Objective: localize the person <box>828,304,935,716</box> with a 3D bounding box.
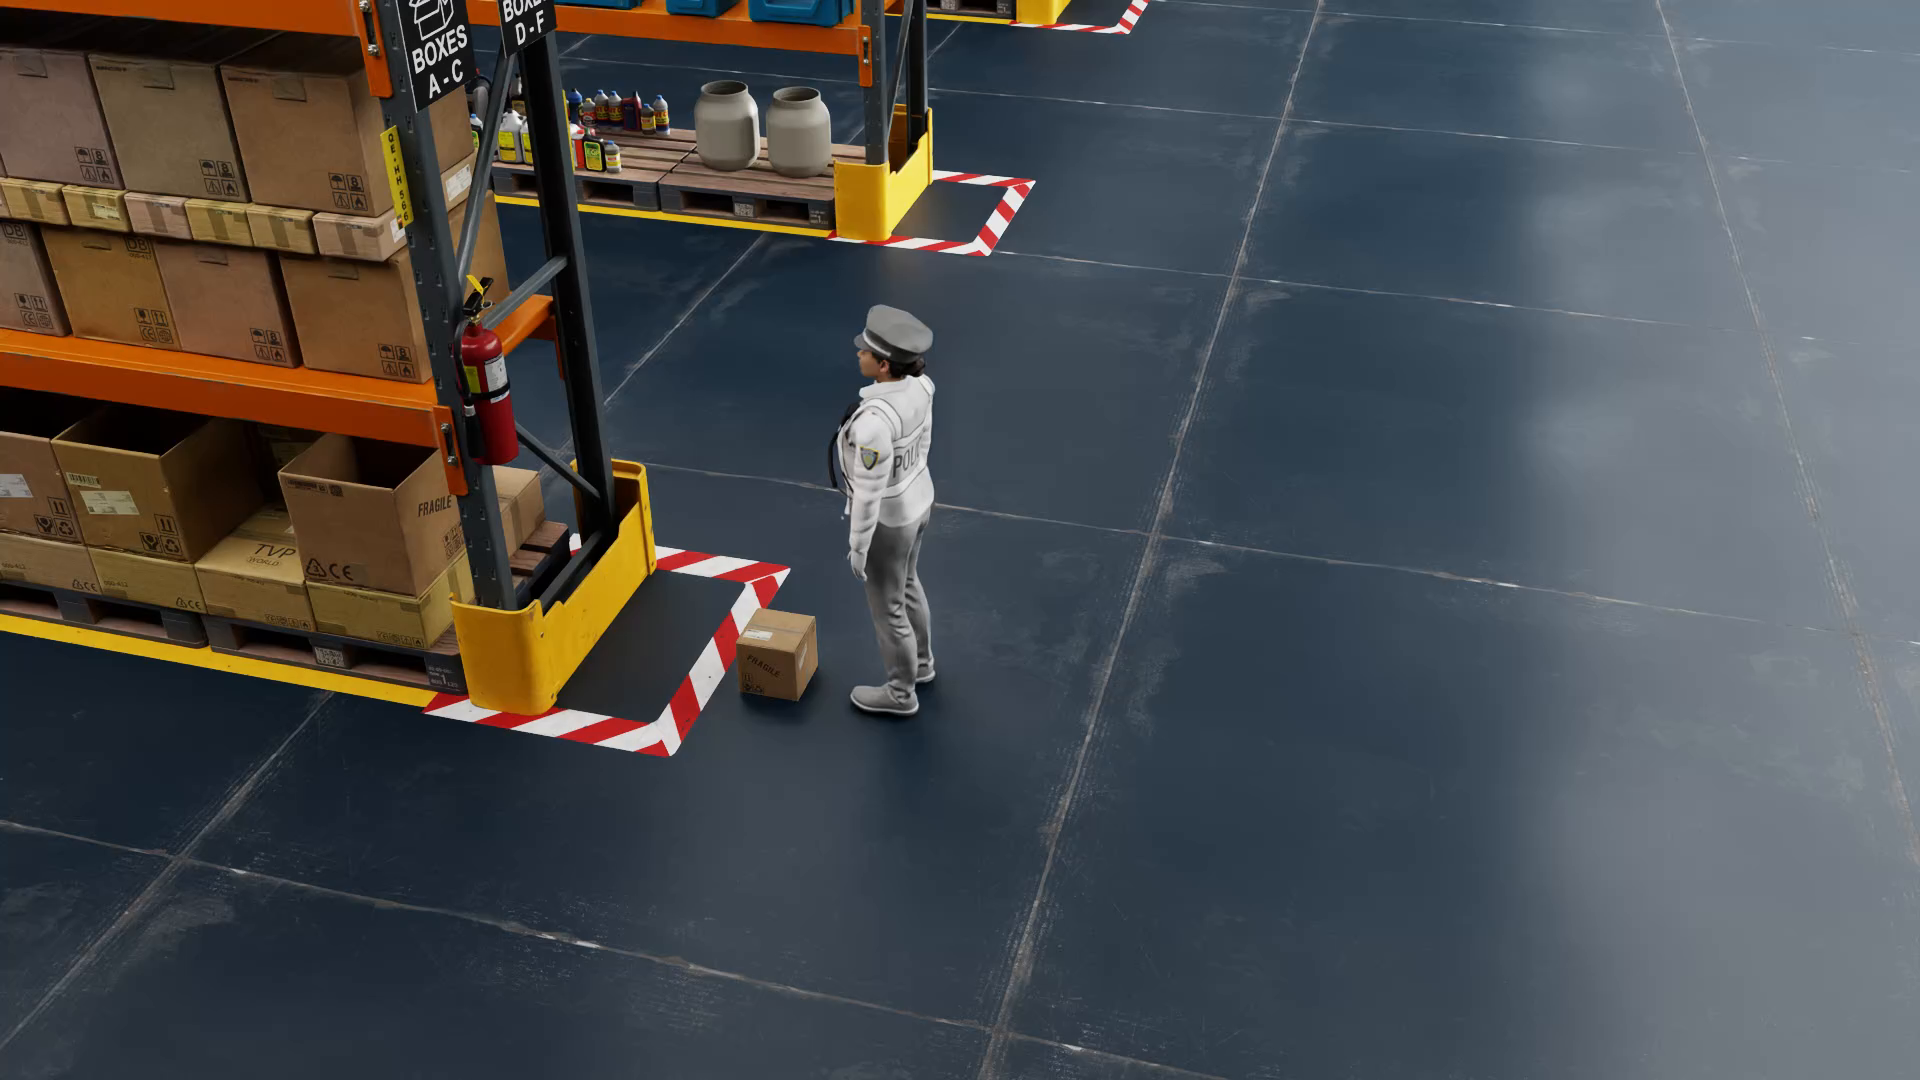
[{"bbox_3d":[-0.258,-0.089,6.241,0.344,1.719,0.574,13,35,19],"label":"person"}]
